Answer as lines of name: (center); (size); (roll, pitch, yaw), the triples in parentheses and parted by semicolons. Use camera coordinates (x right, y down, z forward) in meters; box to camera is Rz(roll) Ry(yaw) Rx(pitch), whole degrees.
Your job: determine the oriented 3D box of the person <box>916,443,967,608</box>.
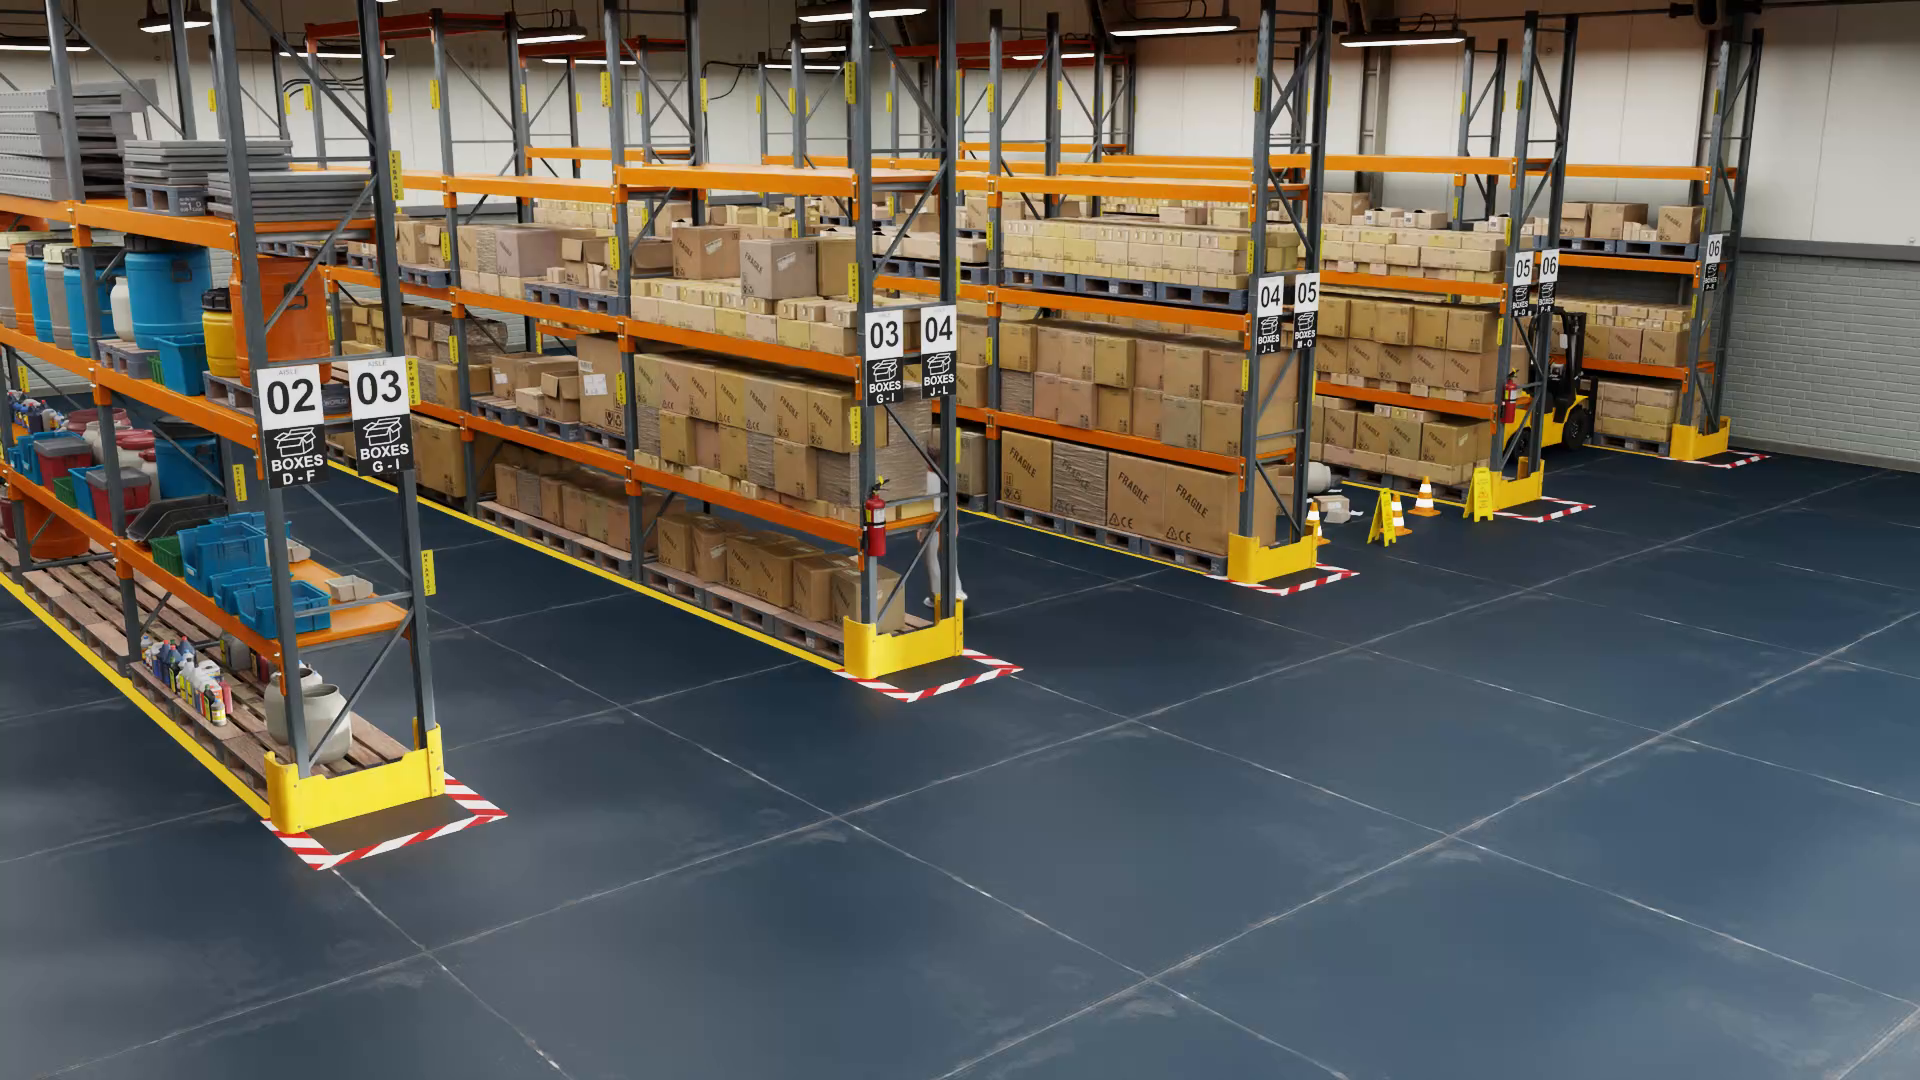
person: (-0.201, -0.119, 16.485); (0.516, 1.667, 0.528); (-7, 16, -25)
